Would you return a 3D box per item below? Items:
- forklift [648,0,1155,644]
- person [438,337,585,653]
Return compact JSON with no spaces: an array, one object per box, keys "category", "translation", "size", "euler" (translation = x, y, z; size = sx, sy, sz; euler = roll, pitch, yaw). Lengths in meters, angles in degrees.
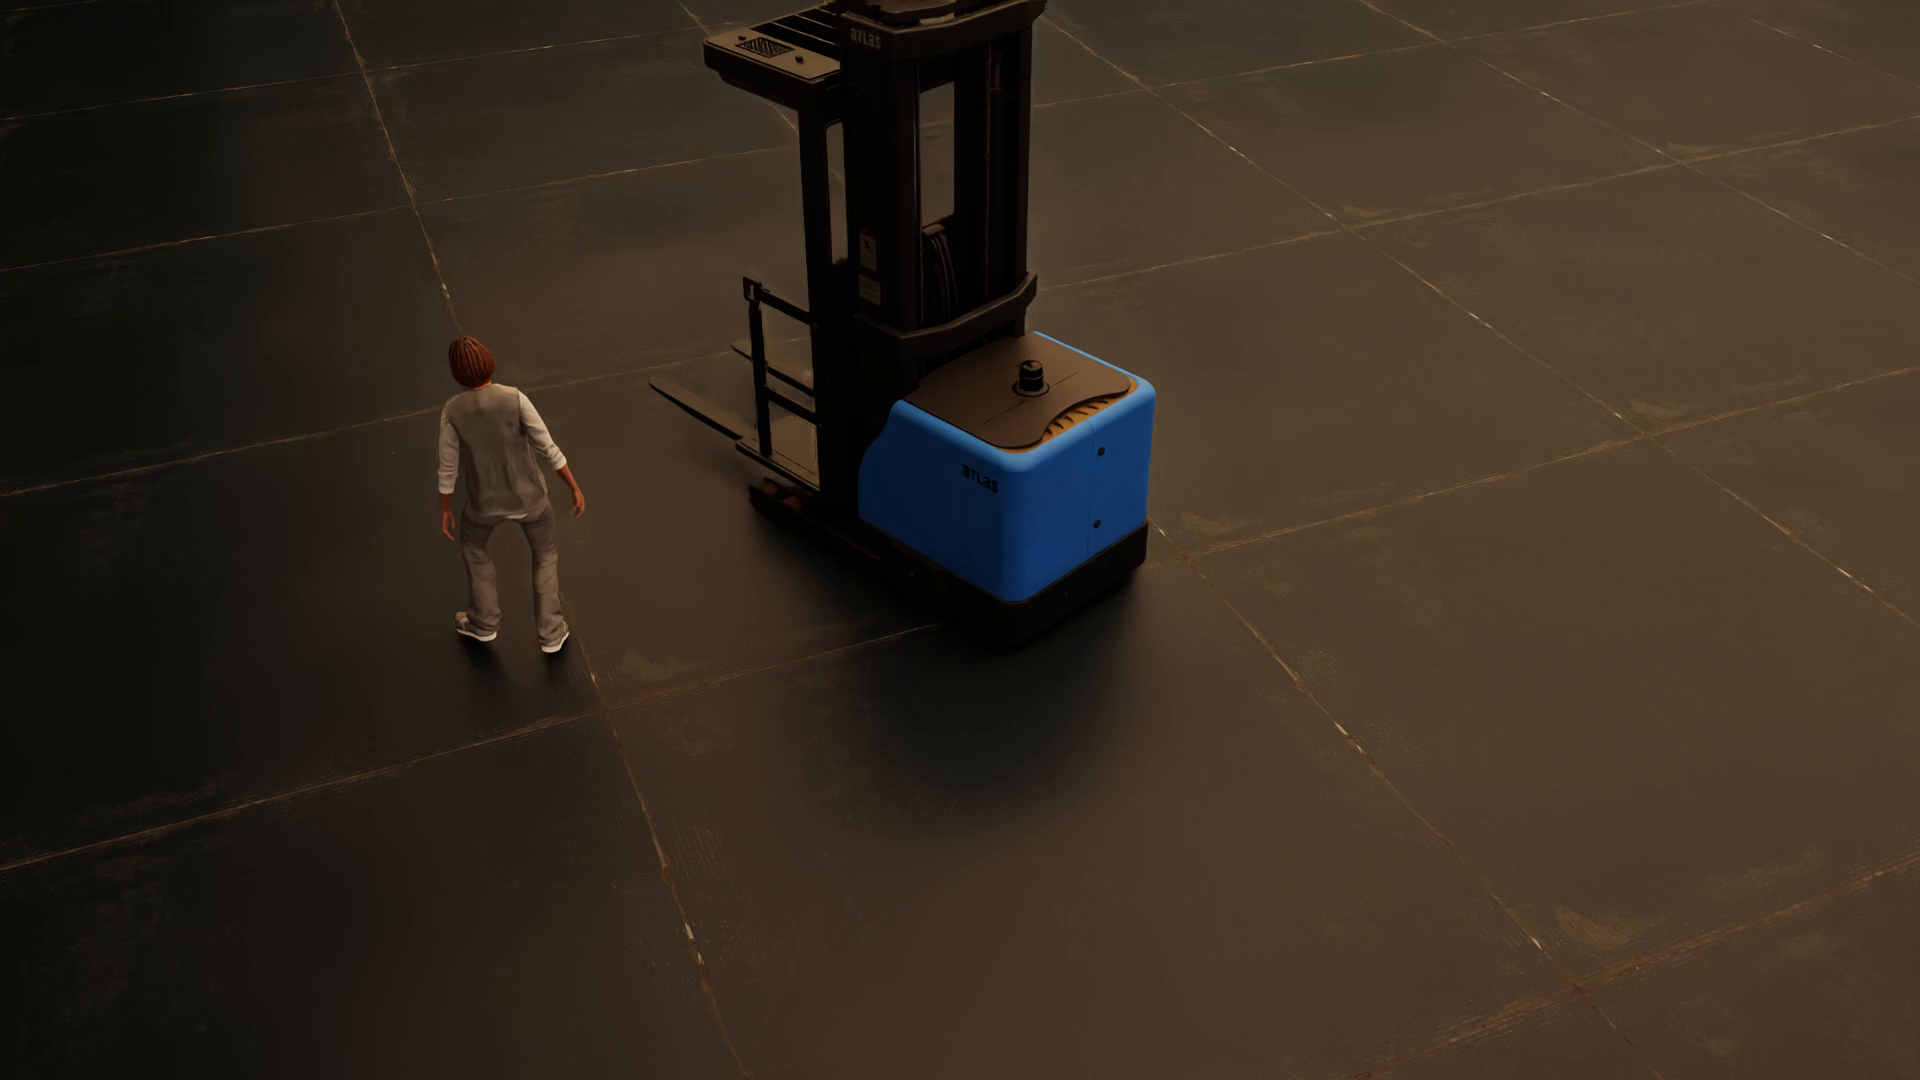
[{"category":"forklift","translation":[-0.472,-1.449,8.137],"size":[3.031,2.935,1.130],"euler":[29,45,35]},{"category":"person","translation":[-2.057,-0.174,7.491],"size":[0.729,1.557,0.397],"euler":[-3,36,-5]}]
